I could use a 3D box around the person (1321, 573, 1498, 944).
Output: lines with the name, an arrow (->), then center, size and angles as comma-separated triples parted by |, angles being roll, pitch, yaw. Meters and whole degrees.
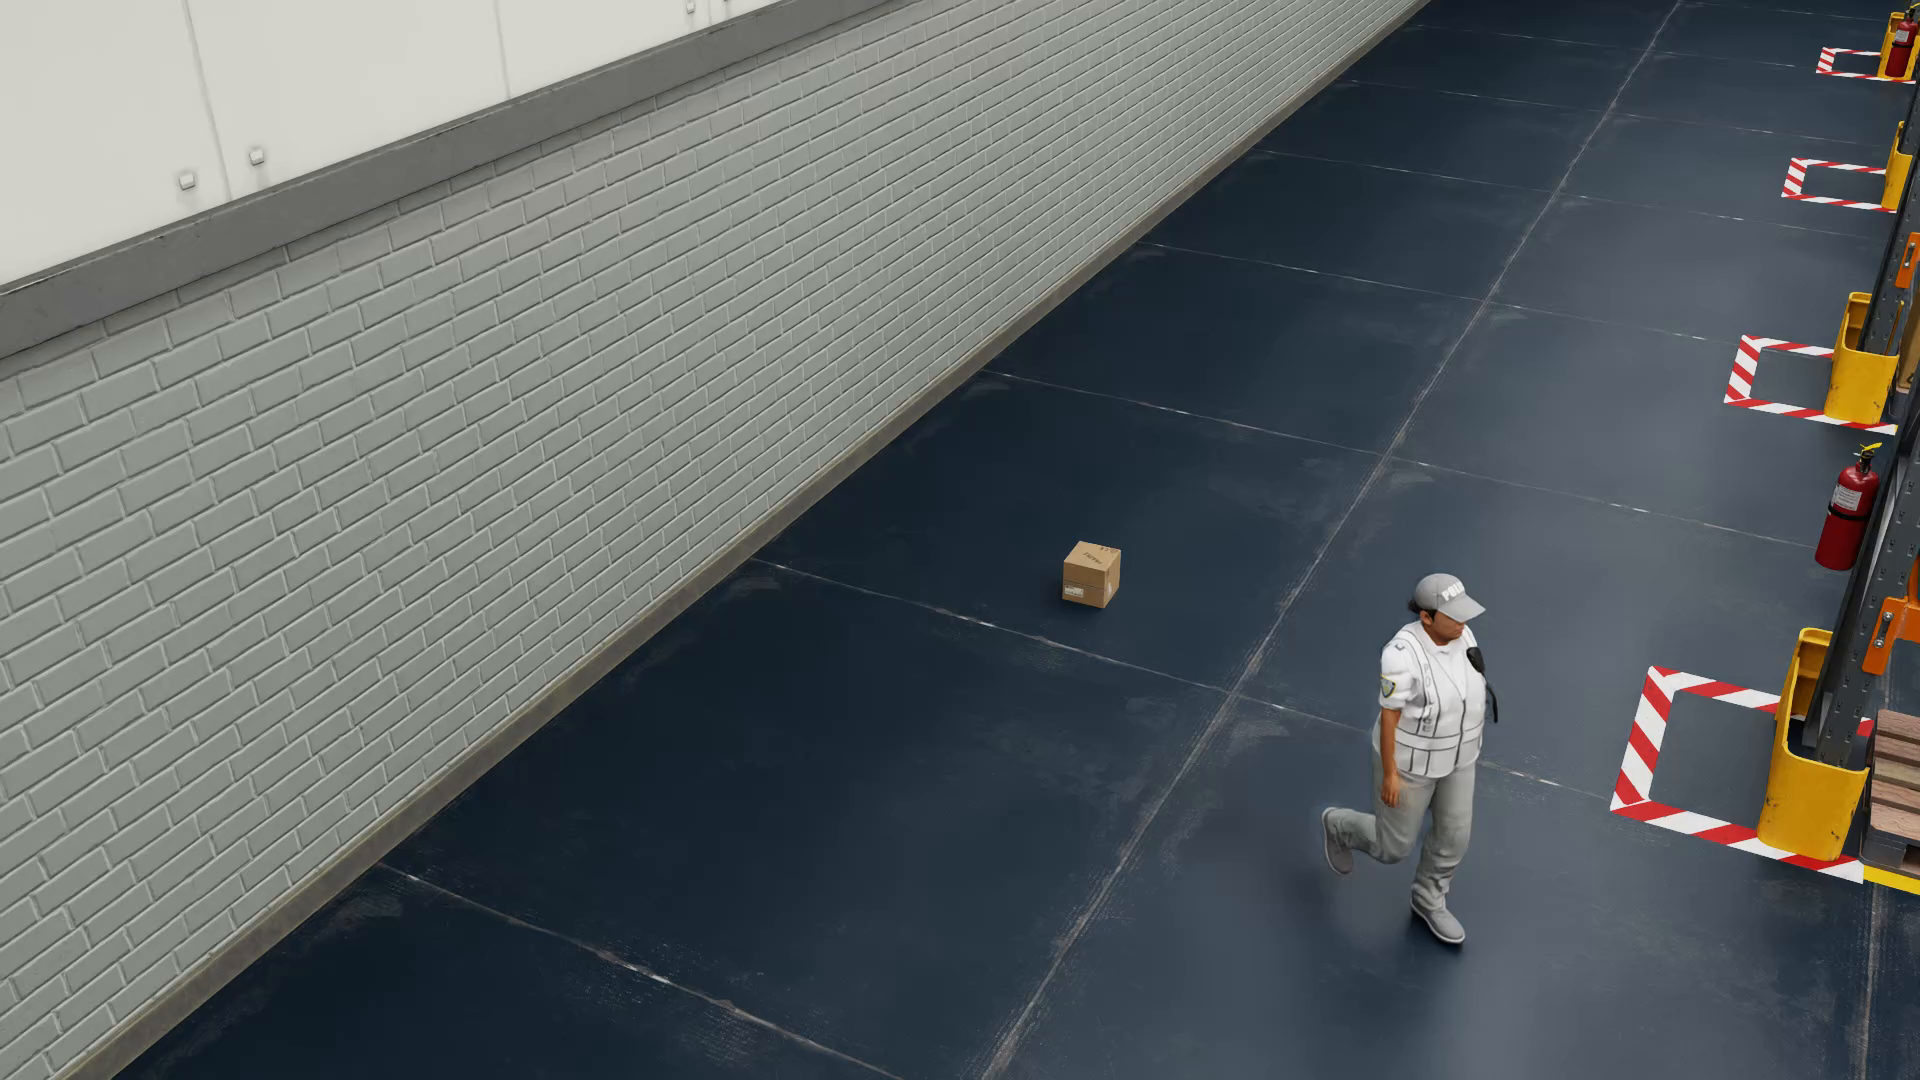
person -> 1.875, 0.851, 6.795 | 0.479, 1.639, 0.699 | -14, 33, -22
